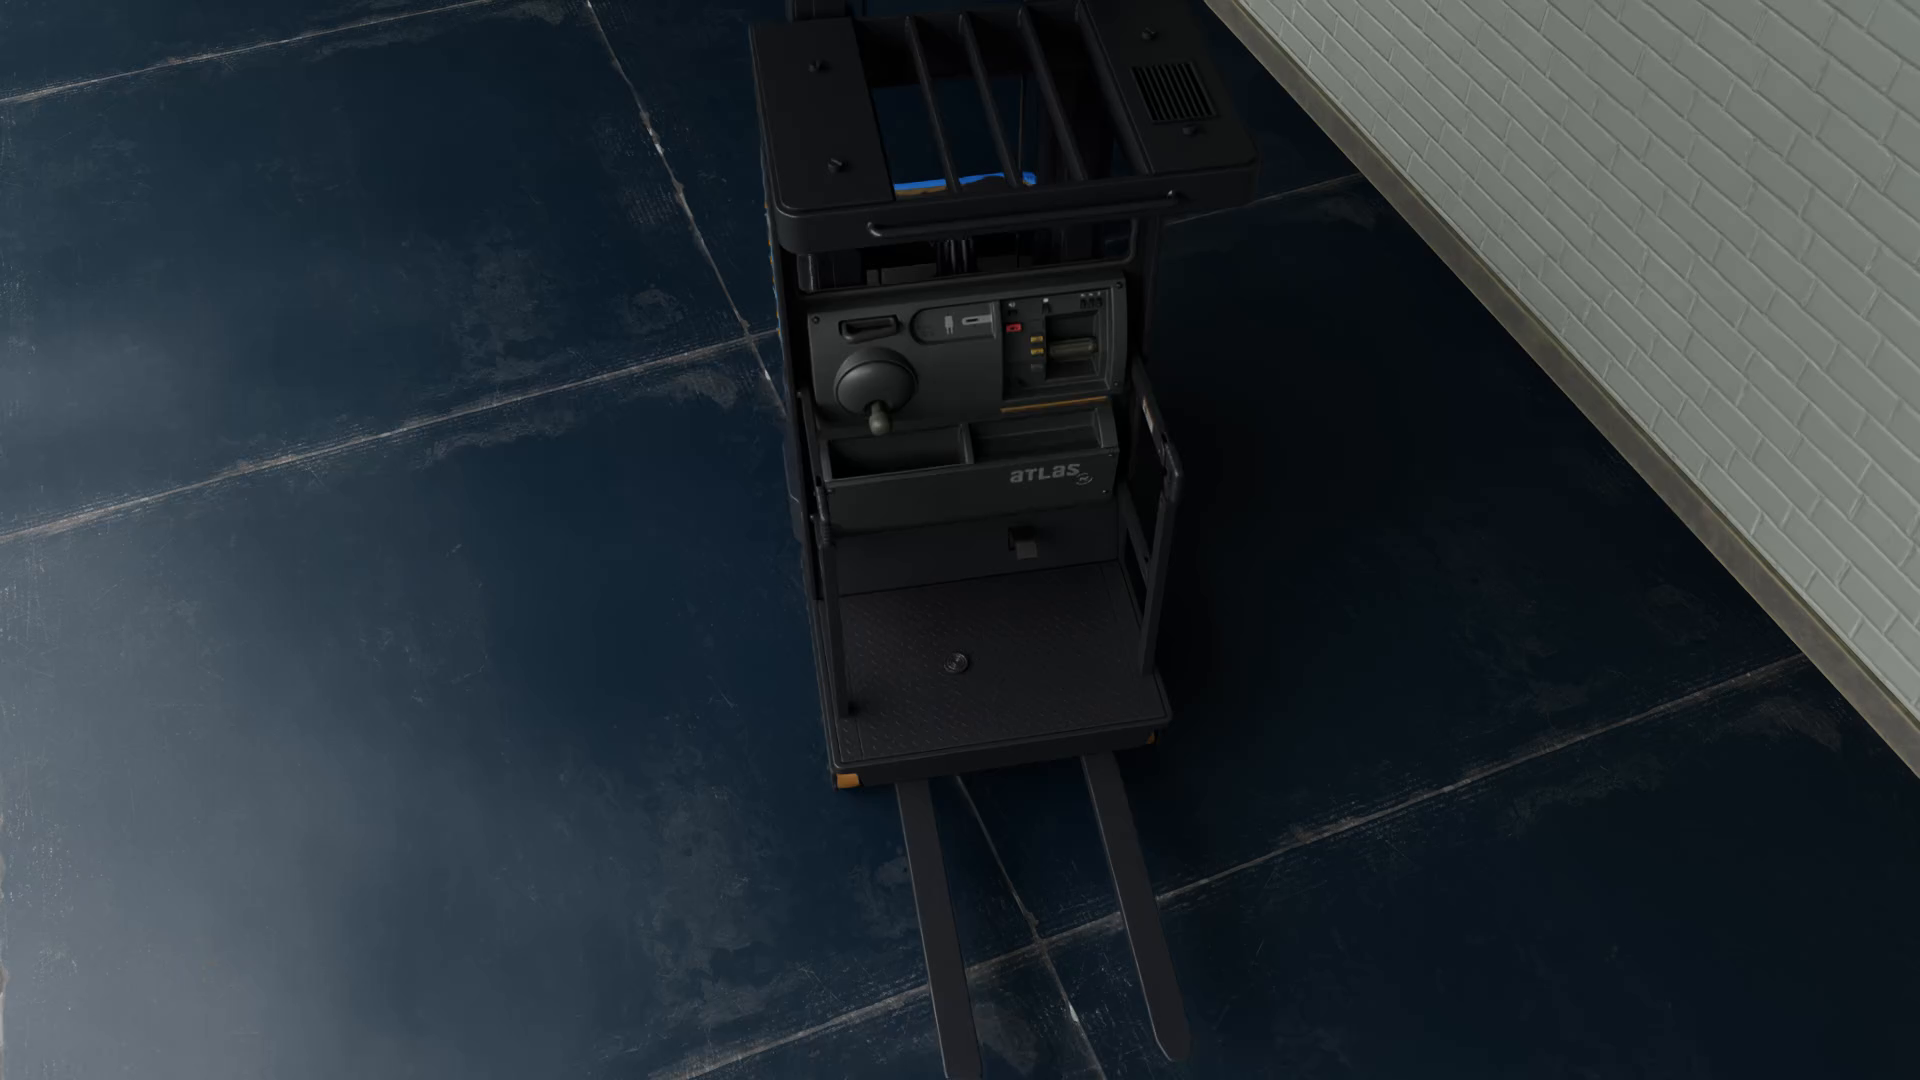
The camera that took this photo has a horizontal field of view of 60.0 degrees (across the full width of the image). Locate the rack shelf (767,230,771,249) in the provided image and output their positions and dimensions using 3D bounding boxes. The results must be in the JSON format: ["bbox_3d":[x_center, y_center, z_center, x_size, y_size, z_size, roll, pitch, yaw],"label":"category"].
[{"bbox_3d":[-0.579,-1.179,6.214,0.258,0.103,0.180,3,49,3],"label":"rack shelf"}]

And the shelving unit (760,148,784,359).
[{"bbox_3d":[-0.579,-1.052,6.362,0.258,1.200,0.189,3,49,3],"label":"shelving unit"}]

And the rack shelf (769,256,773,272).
[{"bbox_3d":[-0.579,-1.101,6.305,0.258,0.103,0.180,3,49,3],"label":"rack shelf"}]

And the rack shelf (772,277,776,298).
[{"bbox_3d":[-0.579,-1.023,6.396,0.258,0.103,0.180,3,49,3],"label":"rack shelf"}]

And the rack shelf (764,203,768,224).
[{"bbox_3d":[-0.579,-1.257,6.123,0.258,0.103,0.180,3,49,3],"label":"rack shelf"}]

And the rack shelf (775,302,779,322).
[{"bbox_3d":[-0.579,-0.945,6.487,0.258,0.103,0.180,3,49,3],"label":"rack shelf"}]

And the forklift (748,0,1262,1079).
[{"bbox_3d":[0.067,-0.435,4.691,1.130,2.935,3.031,-7,50,-6],"label":"forklift"}]

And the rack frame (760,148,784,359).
[{"bbox_3d":[-0.586,-0.982,6.303,0.240,1.200,0.006,3,49,3],"label":"rack frame"}]

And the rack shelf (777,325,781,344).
[{"bbox_3d":[-0.579,-0.866,6.578,0.258,0.103,0.180,3,49,3],"label":"rack shelf"}]
